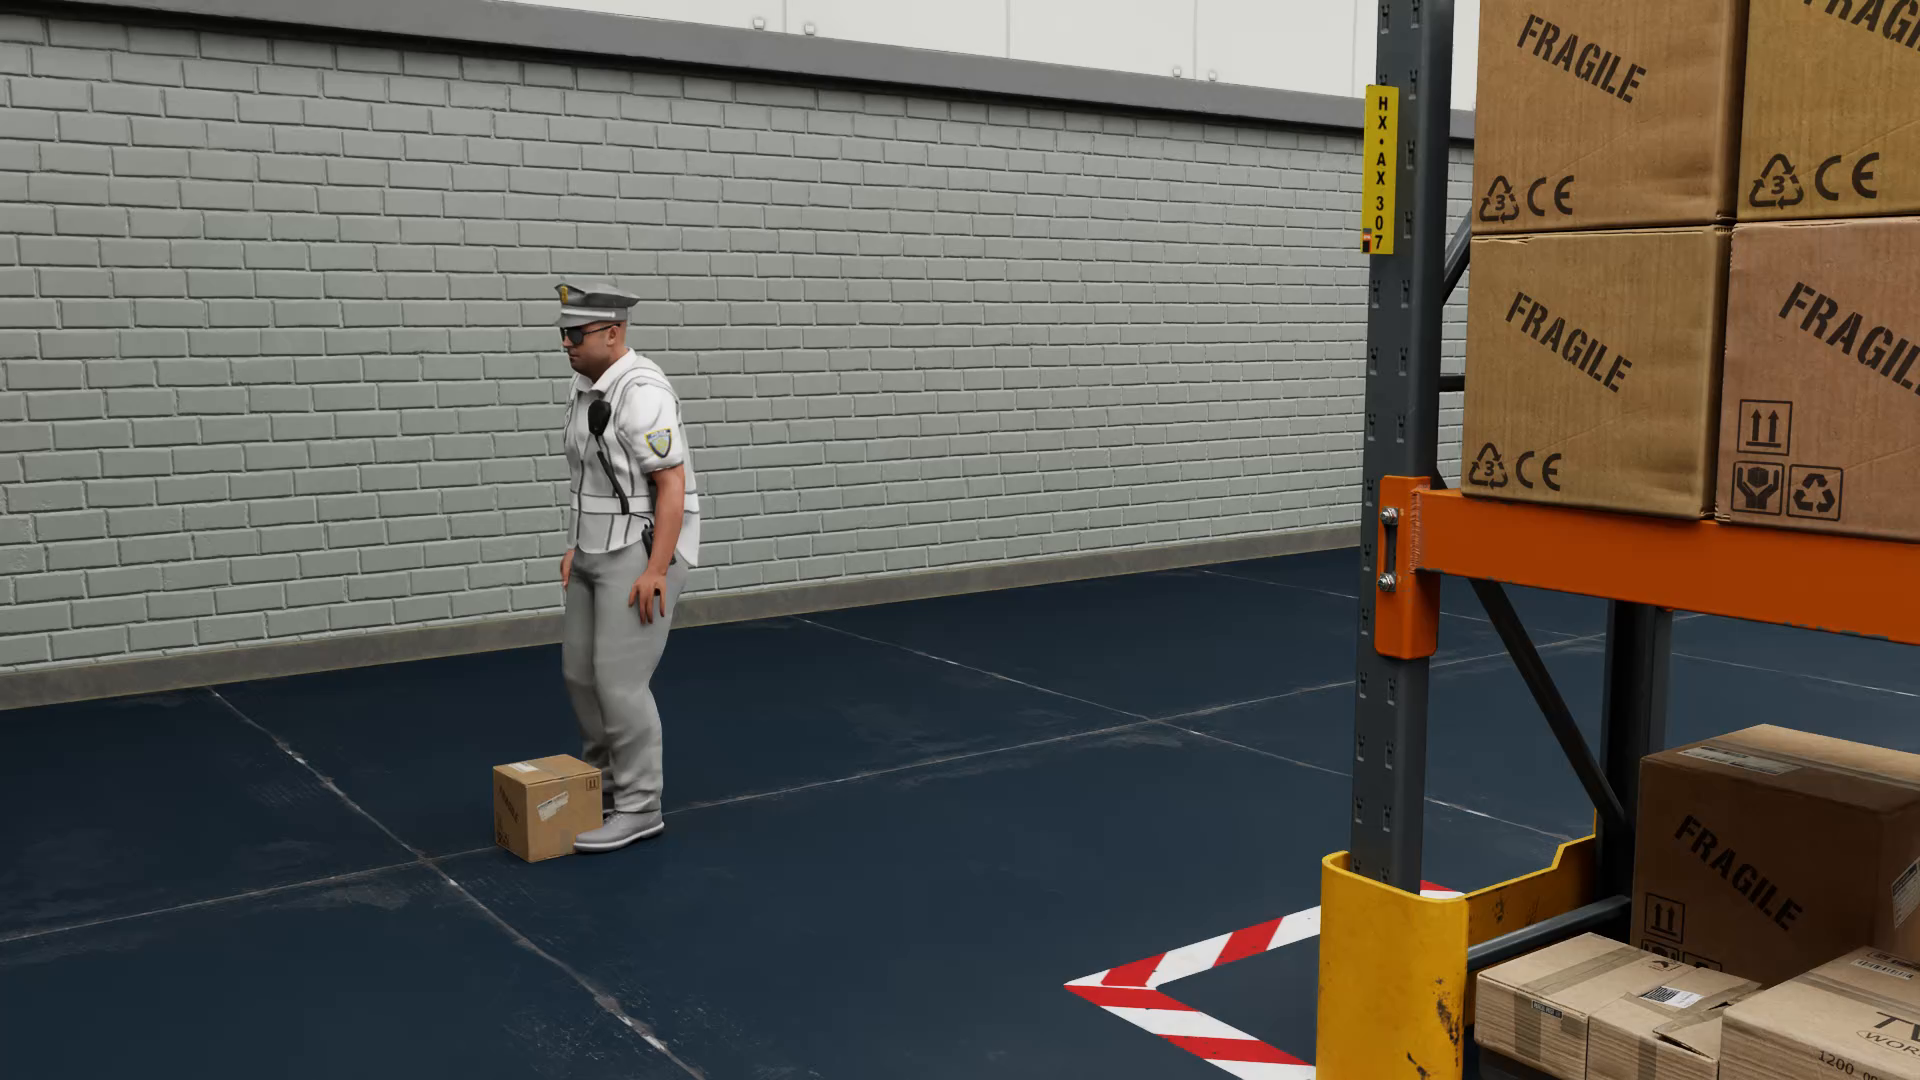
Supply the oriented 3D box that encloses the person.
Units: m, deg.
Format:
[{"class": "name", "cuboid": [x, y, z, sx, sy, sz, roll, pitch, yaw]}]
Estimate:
[{"class": "person", "cuboid": [-1.086, 0.070, 5.257, 0.480, 1.746, 0.595, -6, 10, -39]}]
